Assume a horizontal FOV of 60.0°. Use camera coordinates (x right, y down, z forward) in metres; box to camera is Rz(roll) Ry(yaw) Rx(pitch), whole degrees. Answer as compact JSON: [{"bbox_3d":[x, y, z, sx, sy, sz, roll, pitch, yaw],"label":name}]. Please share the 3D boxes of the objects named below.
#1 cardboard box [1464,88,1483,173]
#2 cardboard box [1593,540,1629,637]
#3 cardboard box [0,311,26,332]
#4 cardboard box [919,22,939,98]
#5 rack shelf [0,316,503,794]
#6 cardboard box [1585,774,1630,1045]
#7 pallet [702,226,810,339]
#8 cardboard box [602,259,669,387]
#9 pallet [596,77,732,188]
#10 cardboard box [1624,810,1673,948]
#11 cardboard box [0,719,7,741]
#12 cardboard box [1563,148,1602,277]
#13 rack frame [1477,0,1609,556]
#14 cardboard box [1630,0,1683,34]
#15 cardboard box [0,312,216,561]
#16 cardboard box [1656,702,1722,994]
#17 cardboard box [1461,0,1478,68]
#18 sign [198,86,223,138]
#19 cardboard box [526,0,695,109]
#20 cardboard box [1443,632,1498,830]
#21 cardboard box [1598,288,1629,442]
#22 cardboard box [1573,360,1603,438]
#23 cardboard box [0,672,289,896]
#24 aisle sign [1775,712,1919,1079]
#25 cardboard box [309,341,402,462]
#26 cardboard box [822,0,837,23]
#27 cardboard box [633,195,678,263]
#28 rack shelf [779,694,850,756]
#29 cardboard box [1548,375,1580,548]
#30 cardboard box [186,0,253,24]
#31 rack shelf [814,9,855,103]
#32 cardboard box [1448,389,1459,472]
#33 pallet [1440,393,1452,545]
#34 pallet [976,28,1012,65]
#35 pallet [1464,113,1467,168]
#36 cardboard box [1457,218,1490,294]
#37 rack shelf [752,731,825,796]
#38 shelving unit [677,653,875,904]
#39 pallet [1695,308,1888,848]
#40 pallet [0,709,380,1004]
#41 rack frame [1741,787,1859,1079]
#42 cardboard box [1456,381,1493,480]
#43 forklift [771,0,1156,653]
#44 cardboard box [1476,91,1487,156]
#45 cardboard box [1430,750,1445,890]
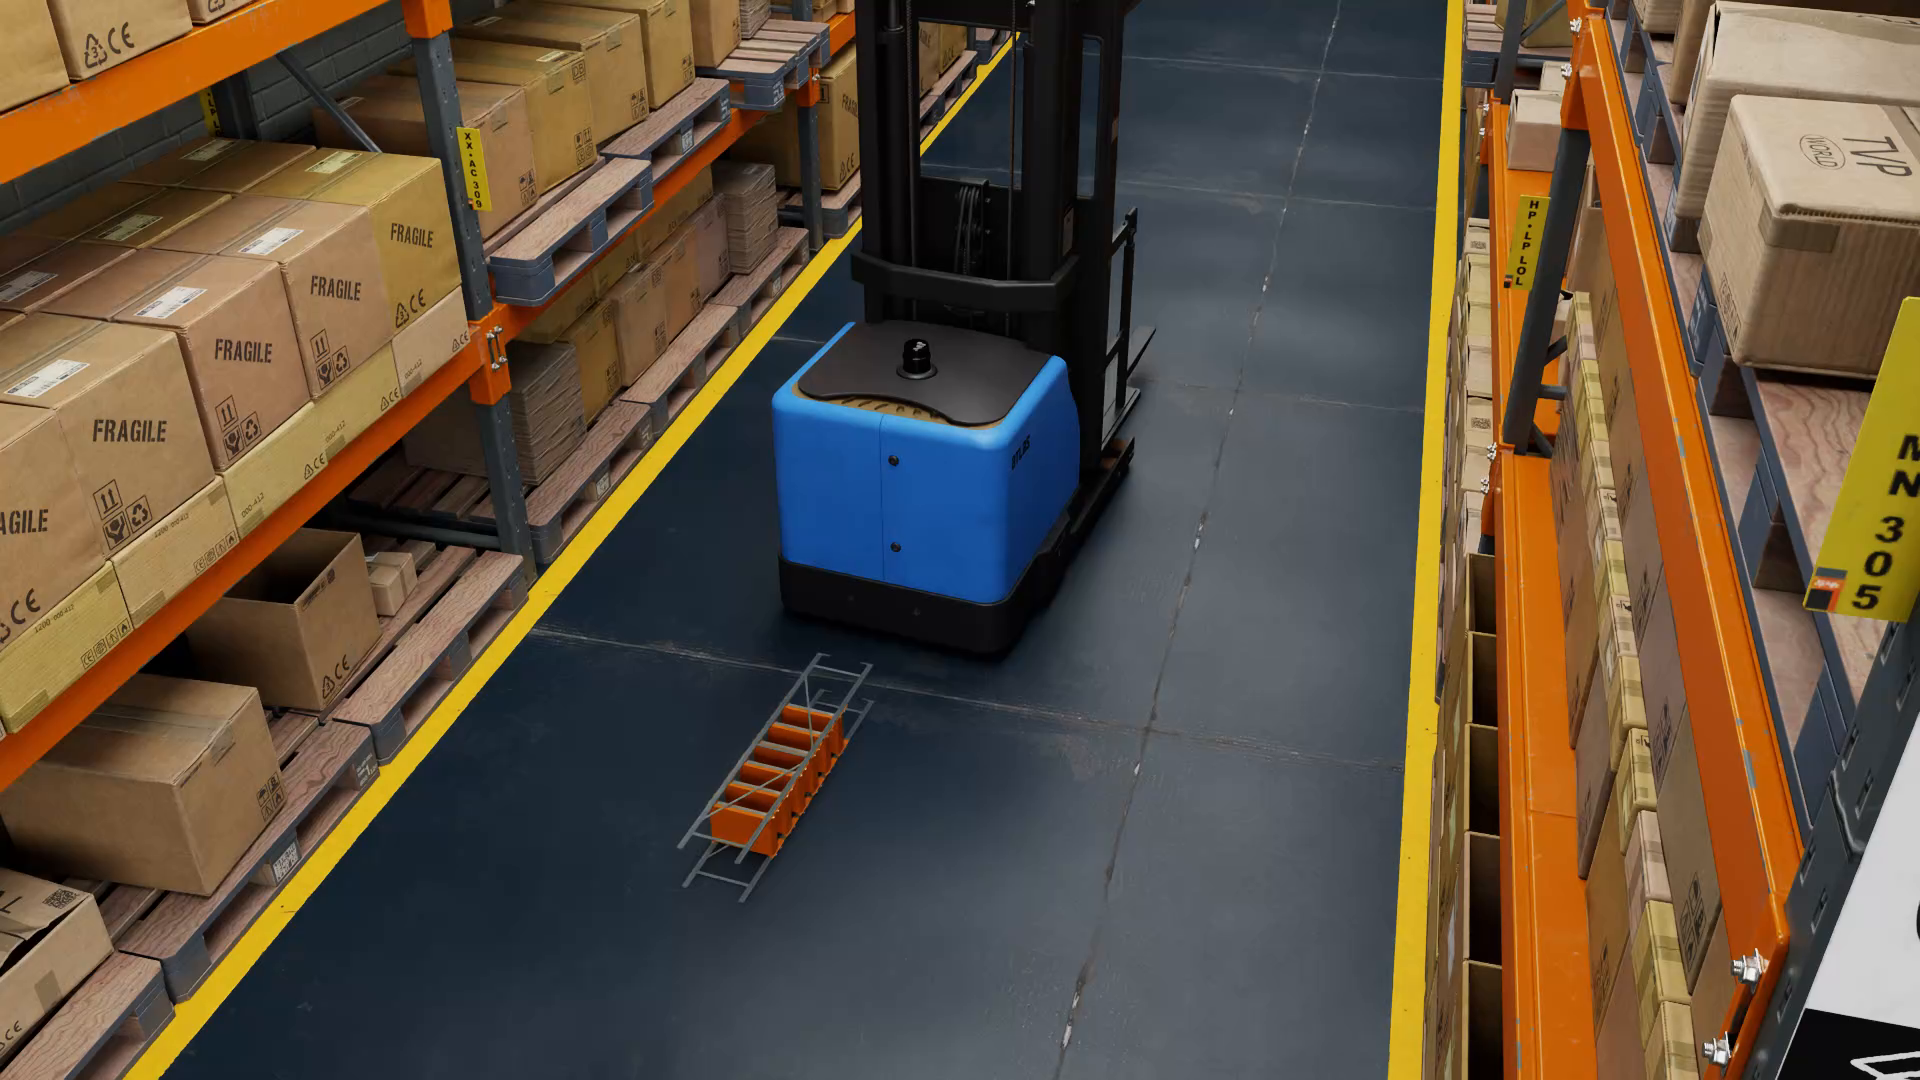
[{"bbox_3d":[3.683,-2.719,11.151,0.500,0.500,0.500,7,33,11],"label":"cardboard box"},{"bbox_3d":[1.753,0.148,4.024,0.380,0.149,0.250,8,33,12],"label":"cardboard box"},{"bbox_3d":[-3.103,-0.376,4.967,0.500,0.500,0.500,8,33,13],"label":"cardboard box"},{"bbox_3d":[-0.626,-3.731,12.435,0.750,0.750,0.750,9,34,14],"label":"cardboard box"},{"bbox_3d":[-2.901,0.215,5.286,1.077,0.370,4.000,8,33,12],"label":"rack shelf"},{"bbox_3d":[1.775,0.809,3.588,0.700,0.500,0.500,8,33,13],"label":"cardboard box"},{"bbox_3d":[-1.579,-1.620,10.101,1.003,0.211,1.213,8,33,12],"label":"pallet"},{"bbox_3d":[-1.972,-1.175,8.723,0.700,0.500,0.500,8,33,13],"label":"cardboard box"},{"bbox_3d":[-1.842,-2.088,8.417,1.003,0.211,1.213,8,33,12],"label":"pallet"},{"bbox_3d":[1.492,0.683,3.182,0.380,0.149,0.250,8,33,13],"label":"cardboard box"},{"bbox_3d":[-2.860,0.523,4.252,0.500,0.250,0.500,7,33,11],"label":"cardboard box"},{"bbox_3d":[2.870,-1.425,7.103,0.500,0.500,0.500,8,33,12],"label":"cardboard box"},{"bbox_3d":[2.399,-0.454,5.667,1.000,3.000,0.127,8,33,12],"label":"rack frame"},{"bbox_3d":[1.879,-1.412,3.941,0.500,0.311,0.500,6,33,10],"label":"cardboard box"},{"bbox_3d":[-2.605,-0.311,4.865,0.500,0.500,0.500,9,34,14],"label":"cardboard box"},{"bbox_3d":[1.656,0.491,2.879,0.700,0.500,0.500,7,33,11],"label":"cardboard box"},{"bbox_3d":[4.299,-4.070,13.276,0.500,0.500,0.500,8,33,12],"label":"cardboard box"},{"bbox_3d":[-2.932,-1.688,6.531,0.100,0.325,0.005,8,33,12],"label":"sign"},{"bbox_3d":[-1.783,-2.535,8.438,0.700,0.500,0.500,8,33,12],"label":"cardboard box"},{"bbox_3d":[1.859,0.672,5.370,0.500,0.500,0.500,8,33,12],"label":"cardboard box"},{"bbox_3d":[2.165,-0.550,4.516,0.700,0.500,0.500,8,33,12],"label":"cardboard box"},{"bbox_3d":[2.016,-0.392,4.873,0.380,0.149,0.250,7,33,11],"label":"cardboard box"},{"bbox_3d":[-2.767,0.802,5.612,0.700,0.500,0.500,6,33,9],"label":"cardboard box"},{"bbox_3d":[1.083,0.519,1.714,0.394,0.787,0.004,8,33,12],"label":"aisle sign"},{"bbox_3d":[-2.355,-0.527,5.904,0.500,0.250,0.500,8,33,13],"label":"cardboard box"},{"bbox_3d":[-0.999,-3.373,10.475,0.380,0.149,0.250,8,33,13],"label":"cardboard box"},{"bbox_3d":[-1.842,-1.713,8.870,0.500,0.250,0.500,8,33,12],"label":"cardboard box"},{"bbox_3d":[-0.565,0.713,6.448,0.258,0.180,0.103,11,34,17],"label":"rack shelf"},{"bbox_3d":[2.292,-0.265,5.277,0.700,0.500,0.500,7,33,11],"label":"cardboard box"},{"bbox_3d":[-2.424,-1.886,5.013,0.500,0.500,0.500,5,33,8],"label":"cardboard box"},{"bbox_3d":[-0.871,-3.936,11.816,1.077,0.370,4.000,8,33,12],"label":"rack shelf"},{"bbox_3d":[2.613,-0.517,7.938,0.500,0.250,0.500,9,33,13],"label":"cardboard box"},{"bbox_3d":[2.855,-0.300,8.024,1.003,0.211,1.213,8,33,12],"label":"pallet"},{"bbox_3d":[-0.095,-4.485,14.608,1.003,0.211,1.213,8,33,12],"label":"pallet"},{"bbox_3d":[4.259,-3.001,12.274,1.003,0.211,1.213,8,33,12],"label":"pallet"},{"bbox_3d":[2.997,-1.551,9.043,0.500,0.311,0.500,9,34,14],"label":"cardboard box"},{"bbox_3d":[-0.646,0.834,6.258,0.258,0.180,0.103,11,34,17],"label":"rack shelf"},{"bbox_3d":[-0.661,0.856,6.222,0.258,0.189,1.200,11,34,17],"label":"shelving unit"},{"bbox_3d":[1.588,0.030,2.193,1.003,0.211,1.213,8,33,12],"label":"pallet"},{"bbox_3d":[-2.838,1.039,5.919,1.003,0.211,1.213,8,33,12],"label":"pallet"},{"bbox_3d":[1.383,1.622,2.402,1.000,3.000,0.127,8,33,12],"label":"rack frame"},{"bbox_3d":[2.479,-0.486,7.367,0.500,0.311,0.500,8,33,12],"label":"cardboard box"},{"bbox_3d":[0.226,-1.551,7.458,1.130,2.935,3.031,12,34,18],"label":"forklift"},{"bbox_3d":[3.434,-2.524,10.145,0.500,0.250,0.500,9,34,14],"label":"cardboard box"},{"bbox_3d":[1.856,0.988,5.572,0.500,0.250,0.500,8,33,12],"label":"cardboard box"}]
